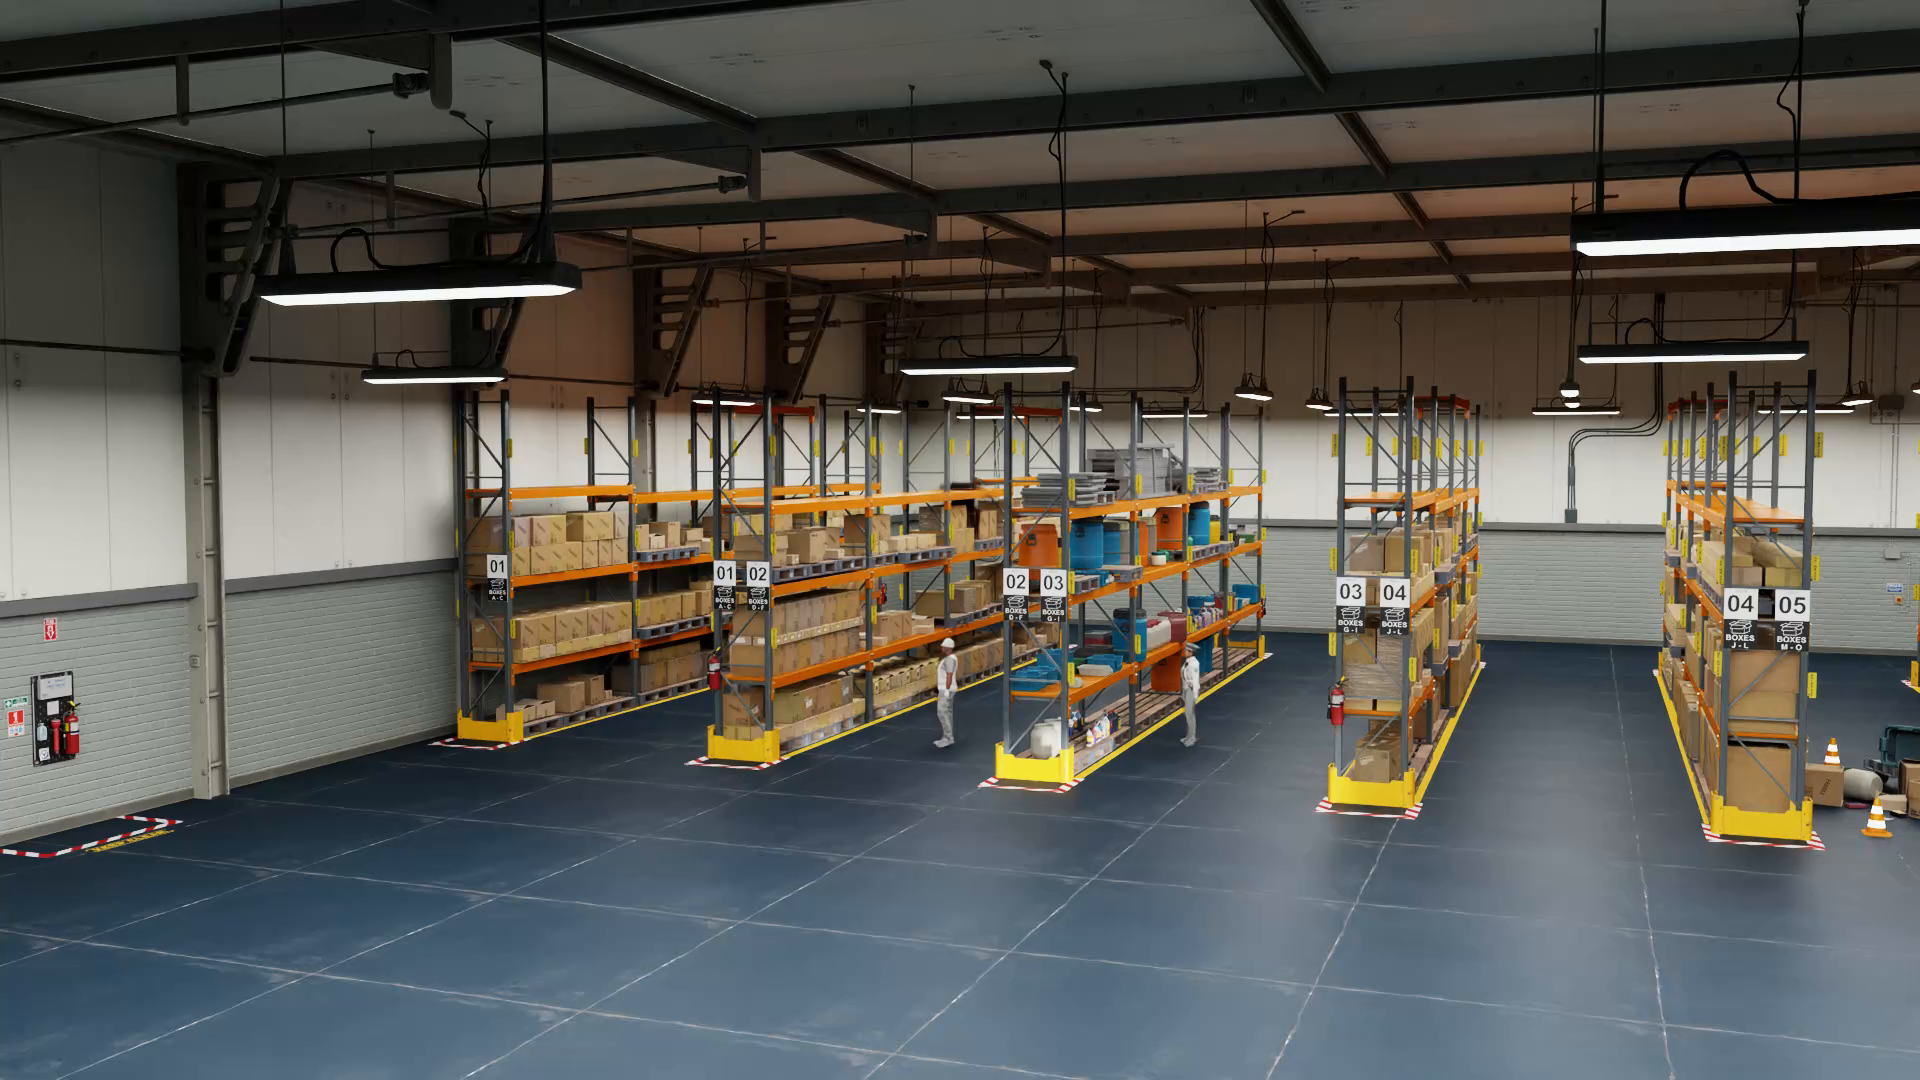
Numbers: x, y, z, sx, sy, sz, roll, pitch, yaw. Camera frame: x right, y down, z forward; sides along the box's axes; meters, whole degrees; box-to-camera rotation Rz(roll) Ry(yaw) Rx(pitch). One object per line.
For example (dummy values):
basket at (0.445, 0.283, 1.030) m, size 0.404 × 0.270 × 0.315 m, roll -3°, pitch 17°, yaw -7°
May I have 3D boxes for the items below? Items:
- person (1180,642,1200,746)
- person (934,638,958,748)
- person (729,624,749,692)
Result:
person at (3.920, 2.615, 28.258) m, size 0.341 × 1.728 × 0.621 m, roll 0°, pitch 3°, yaw -3°
person at (-0.243, 2.571, 28.048) m, size 0.401 × 1.821 × 0.613 m, roll 0°, pitch 3°, yaw 6°
person at (-4.284, 2.423, 32.091) m, size 0.356 × 1.711 × 0.518 m, roll 1°, pitch 3°, yaw 22°
